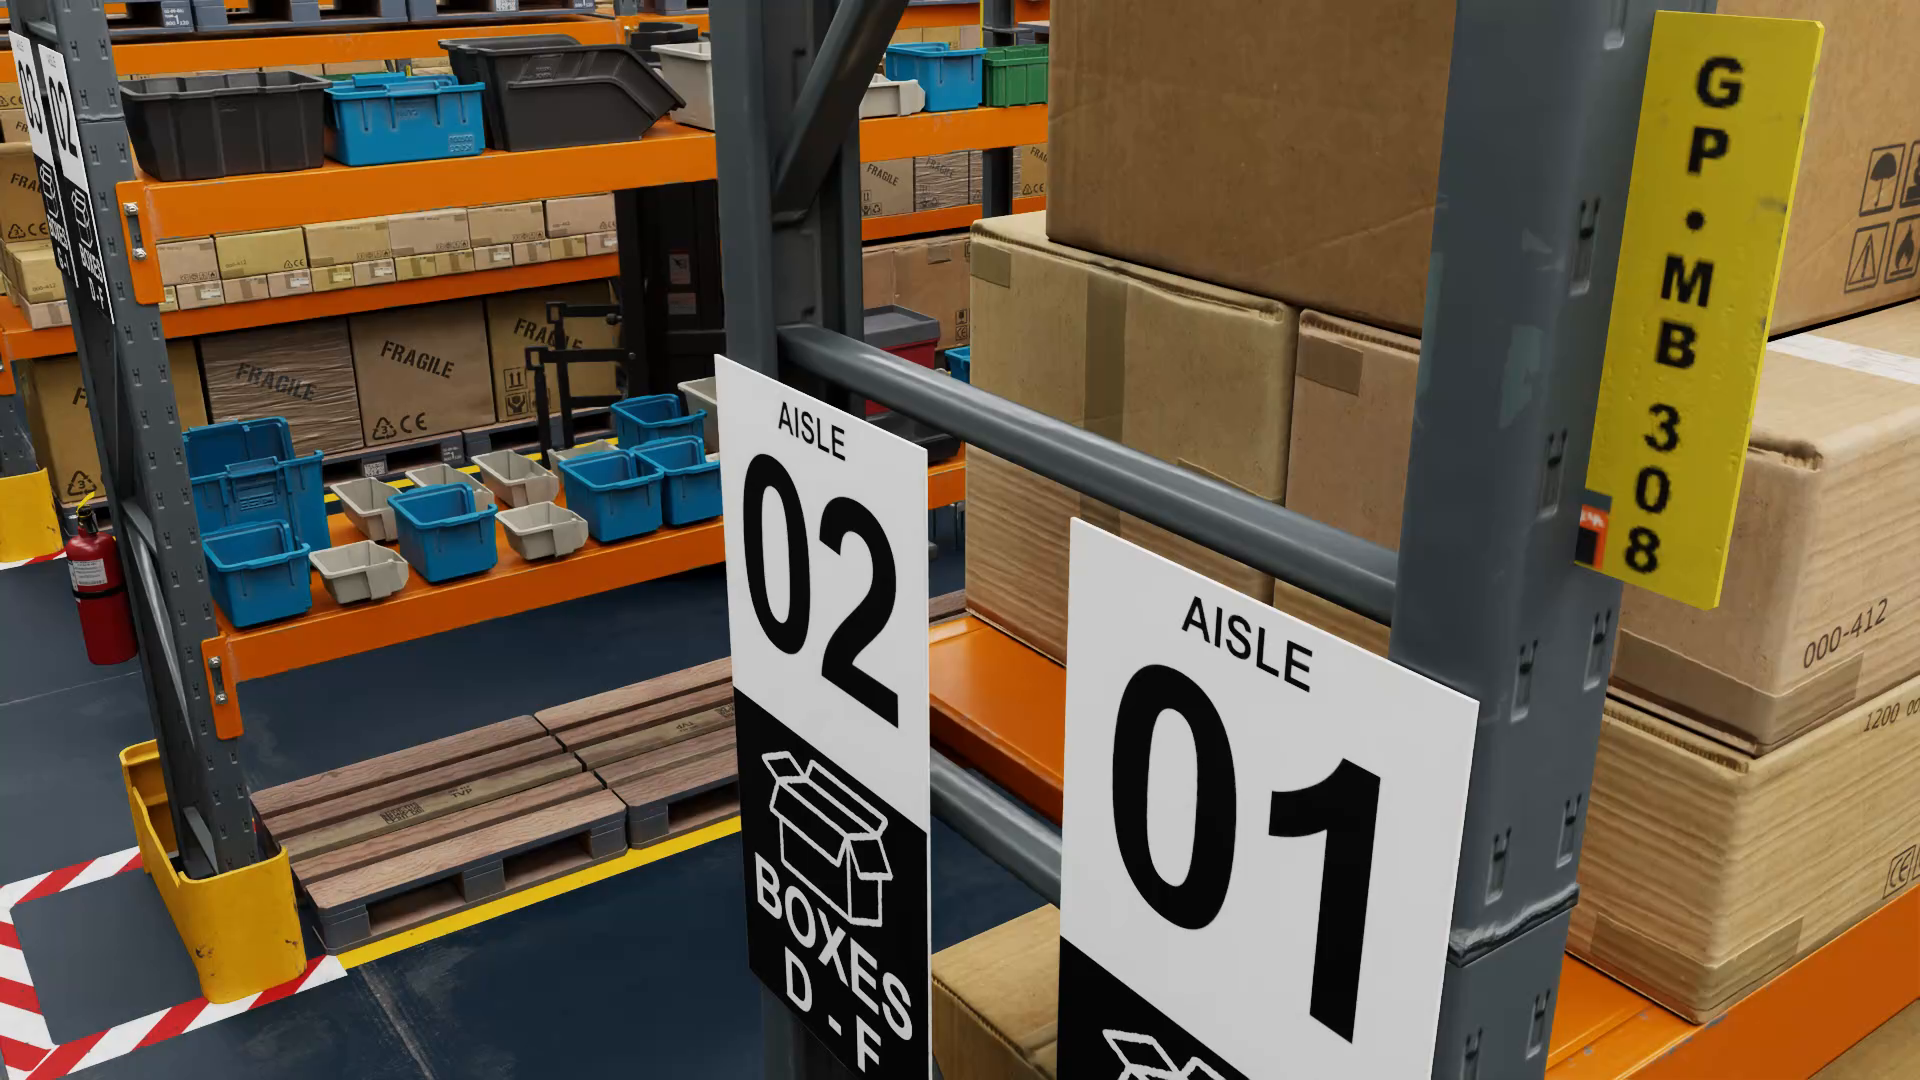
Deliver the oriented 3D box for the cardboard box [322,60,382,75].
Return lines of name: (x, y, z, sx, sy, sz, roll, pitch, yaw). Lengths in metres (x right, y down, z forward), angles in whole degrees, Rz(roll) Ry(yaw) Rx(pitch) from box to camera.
cardboard box: (-5.485, -4.316, 14.779, 0.500, 0.500, 0.500, -16, 27, -35)

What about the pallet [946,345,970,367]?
pallet: (0.116, -1.758, 14.018, 1.213, 0.211, 1.003, -15, 26, -33)

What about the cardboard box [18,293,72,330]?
cardboard box: (-5.213, -1.331, 9.523, 0.250, 0.149, 0.380, -15, 26, -32)

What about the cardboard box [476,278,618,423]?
cardboard box: (-3.029, -1.425, 11.720, 0.875, 0.875, 0.875, -15, 26, -33)

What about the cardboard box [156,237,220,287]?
cardboard box: (-4.728, -1.675, 9.849, 0.500, 0.250, 0.500, -15, 26, -33)

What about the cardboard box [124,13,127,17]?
cardboard box: (-8.873, -5.535, 18.237, 0.500, 0.500, 0.500, -15, 26, -34)

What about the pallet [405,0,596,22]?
pallet: (-3.117, -3.514, 10.727, 1.213, 0.211, 1.003, -15, 26, -33)

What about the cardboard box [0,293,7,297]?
cardboard box: (-7.933, -2.029, 13.813, 0.250, 0.149, 0.380, -14, 26, -31)

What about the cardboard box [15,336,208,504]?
cardboard box: (-5.221, -0.841, 10.256, 0.875, 0.875, 0.875, -15, 26, -33)

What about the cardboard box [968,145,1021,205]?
cardboard box: (0.136, -2.960, 13.133, 0.500, 0.500, 0.500, -15, 26, -33)

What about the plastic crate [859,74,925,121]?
plastic crate: (-0.364, -1.726, 6.484, 0.466, 0.136, 0.293, -15, 26, -33)

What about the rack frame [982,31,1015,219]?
rack frame: (0.446, -0.846, 7.968, 0.127, 3.000, 1.000, -15, 26, -33)

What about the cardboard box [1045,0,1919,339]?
cardboard box: (0.496, -0.509, 1.593, 0.500, 0.500, 0.700, -15, 26, -33)

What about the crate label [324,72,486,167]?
crate label: (-1.864, -1.406, 5.527, 0.502, 0.251, 0.408, -15, 26, -33)

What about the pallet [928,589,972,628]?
pallet: (-0.129, 0.620, 8.057, 1.213, 0.211, 1.003, -15, 26, -33)

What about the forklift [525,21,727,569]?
forklift: (-2.034, -1.317, 9.242, 3.031, 2.935, 1.130, -3, 22, -6)

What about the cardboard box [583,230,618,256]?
cardboard box: (-2.503, -2.054, 11.336, 0.250, 0.149, 0.380, -15, 26, -33)

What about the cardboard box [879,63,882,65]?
cardboard box: (-1.081, -4.889, 17.966, 0.500, 0.500, 0.500, -15, 26, -33)

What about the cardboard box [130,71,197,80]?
cardboard box: (-6.736, -3.979, 13.934, 0.500, 0.500, 0.500, -16, 27, -34)

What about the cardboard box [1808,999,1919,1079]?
cardboard box: (1.023, 0.868, 2.189, 0.500, 0.500, 0.500, -15, 26, -32)

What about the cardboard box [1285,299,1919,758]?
cardboard box: (0.658, -0.077, 1.523, 0.500, 0.250, 0.500, -15, 26, -33)

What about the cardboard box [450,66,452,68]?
cardboard box: (-6.070, -5.706, 20.351, 0.500, 0.250, 0.500, -15, 26, -33)

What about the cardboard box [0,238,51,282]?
cardboard box: (-5.456, -1.723, 9.968, 0.500, 0.250, 0.500, -15, 26, -34)

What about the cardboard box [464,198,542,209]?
cardboard box: (-3.073, -2.465, 10.816, 0.500, 0.500, 0.500, -15, 26, -32)

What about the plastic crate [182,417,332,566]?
plastic crate: (-2.639, -0.153, 6.103, 0.499, 0.435, 0.616, -15, 26, -33)

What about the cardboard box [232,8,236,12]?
cardboard box: (-10.193, -7.200, 23.192, 0.500, 0.500, 0.700, -15, 26, -32)

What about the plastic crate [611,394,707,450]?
plastic crate: (-1.284, -0.451, 7.125, 0.300, 0.233, 0.416, -15, 26, -33)

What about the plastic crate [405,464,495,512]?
plastic crate: (-2.001, -0.174, 6.561, 0.243, 0.136, 0.396, -15, 26, -33)

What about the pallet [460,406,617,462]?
pallet: (-3.110, -0.899, 11.866, 1.213, 0.211, 1.003, -15, 26, -33)

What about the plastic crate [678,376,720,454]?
plastic crate: (-0.901, -0.543, 7.289, 0.530, 0.282, 0.437, -15, 26, -33)

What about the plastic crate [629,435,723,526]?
plastic crate: (-1.096, -0.234, 6.581, 0.300, 0.233, 0.416, -15, 26, -33)

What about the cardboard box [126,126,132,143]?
cardboard box: (-7.158, -3.408, 13.854, 0.500, 0.500, 0.500, -15, 26, -32)

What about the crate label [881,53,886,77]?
crate label: (-0.120, -2.097, 7.413, 0.466, 0.136, 0.293, -15, 26, -33)

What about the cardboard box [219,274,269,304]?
cardboard box: (-4.380, -1.554, 10.082, 0.250, 0.149, 0.380, -16, 27, -34)

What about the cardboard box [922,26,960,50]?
cardboard box: (-0.405, -5.653, 18.531, 0.500, 0.500, 0.700, -15, 26, -33)

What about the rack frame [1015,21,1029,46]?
rack frame: (0.800, -3.201, 13.872, 0.127, 3.000, 1.000, -15, 26, -33)

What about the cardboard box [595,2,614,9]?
cardboard box: (-4.487, -6.590, 21.261, 0.500, 0.500, 0.500, -16, 27, -34)

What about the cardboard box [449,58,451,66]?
cardboard box: (-6.050, -5.935, 20.250, 0.500, 0.250, 0.500, -16, 27, -34)

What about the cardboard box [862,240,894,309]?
cardboard box: (-1.214, -1.882, 12.866, 0.875, 0.875, 1.225, -16, 27, -35)

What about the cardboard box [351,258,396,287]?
cardboard box: (-3.753, -1.721, 10.502, 0.250, 0.149, 0.380, -14, 26, -32)

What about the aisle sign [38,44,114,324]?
aisle sign: (-2.686, -1.082, 5.054, 0.004, 0.787, 0.394, -15, 26, -33)

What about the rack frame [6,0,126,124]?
rack frame: (-2.801, -2.766, 4.686, 0.127, 3.000, 1.000, -15, 26, -33)

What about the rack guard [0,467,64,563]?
rack guard: (-5.713, -0.304, 9.983, 0.348, 0.500, 1.175, -15, 26, -33)

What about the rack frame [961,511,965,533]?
rack frame: (0.076, -0.438, 9.780, 0.006, 0.900, 0.240, -15, 26, -33)

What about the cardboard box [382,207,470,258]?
cardboard box: (-3.485, -2.006, 10.678, 0.500, 0.250, 0.500, -14, 26, -32)

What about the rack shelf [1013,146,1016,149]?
rack shelf: (2.069, -2.337, 8.630, 4.000, 0.370, 1.077, -15, 26, -33)

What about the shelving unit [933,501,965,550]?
shelving unit: (-0.007, -0.416, 9.725, 0.210, 0.900, 0.258, -15, 26, -33)

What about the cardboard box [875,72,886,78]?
cardboard box: (-0.874, -3.273, 12.563, 0.637, 0.503, 0.797, -14, 26, -31)

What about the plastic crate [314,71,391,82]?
plastic crate: (-2.167, -1.574, 6.032, 0.336, 0.188, 0.450, -15, 26, -33)

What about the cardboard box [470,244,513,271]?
cardboard box: (-3.129, -1.887, 10.918, 0.250, 0.149, 0.380, -14, 26, -32)

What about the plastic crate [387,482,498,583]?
plastic crate: (-1.874, -0.027, 6.061, 0.300, 0.233, 0.416, -15, 26, -33)

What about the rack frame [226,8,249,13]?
rack frame: (-8.235, -5.317, 19.174, 0.127, 3.000, 1.000, -15, 26, -33)

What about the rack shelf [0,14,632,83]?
rack shelf: (-4.070, -2.962, 10.195, 4.000, 0.370, 1.077, -15, 26, -33)

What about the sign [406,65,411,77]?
sign: (-4.938, -4.090, 14.931, 0.005, 0.325, 0.100, -15, 26, -33)

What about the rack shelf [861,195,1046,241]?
rack shelf: (-0.823, -2.434, 12.920, 4.000, 0.370, 1.077, -15, 26, -33)
